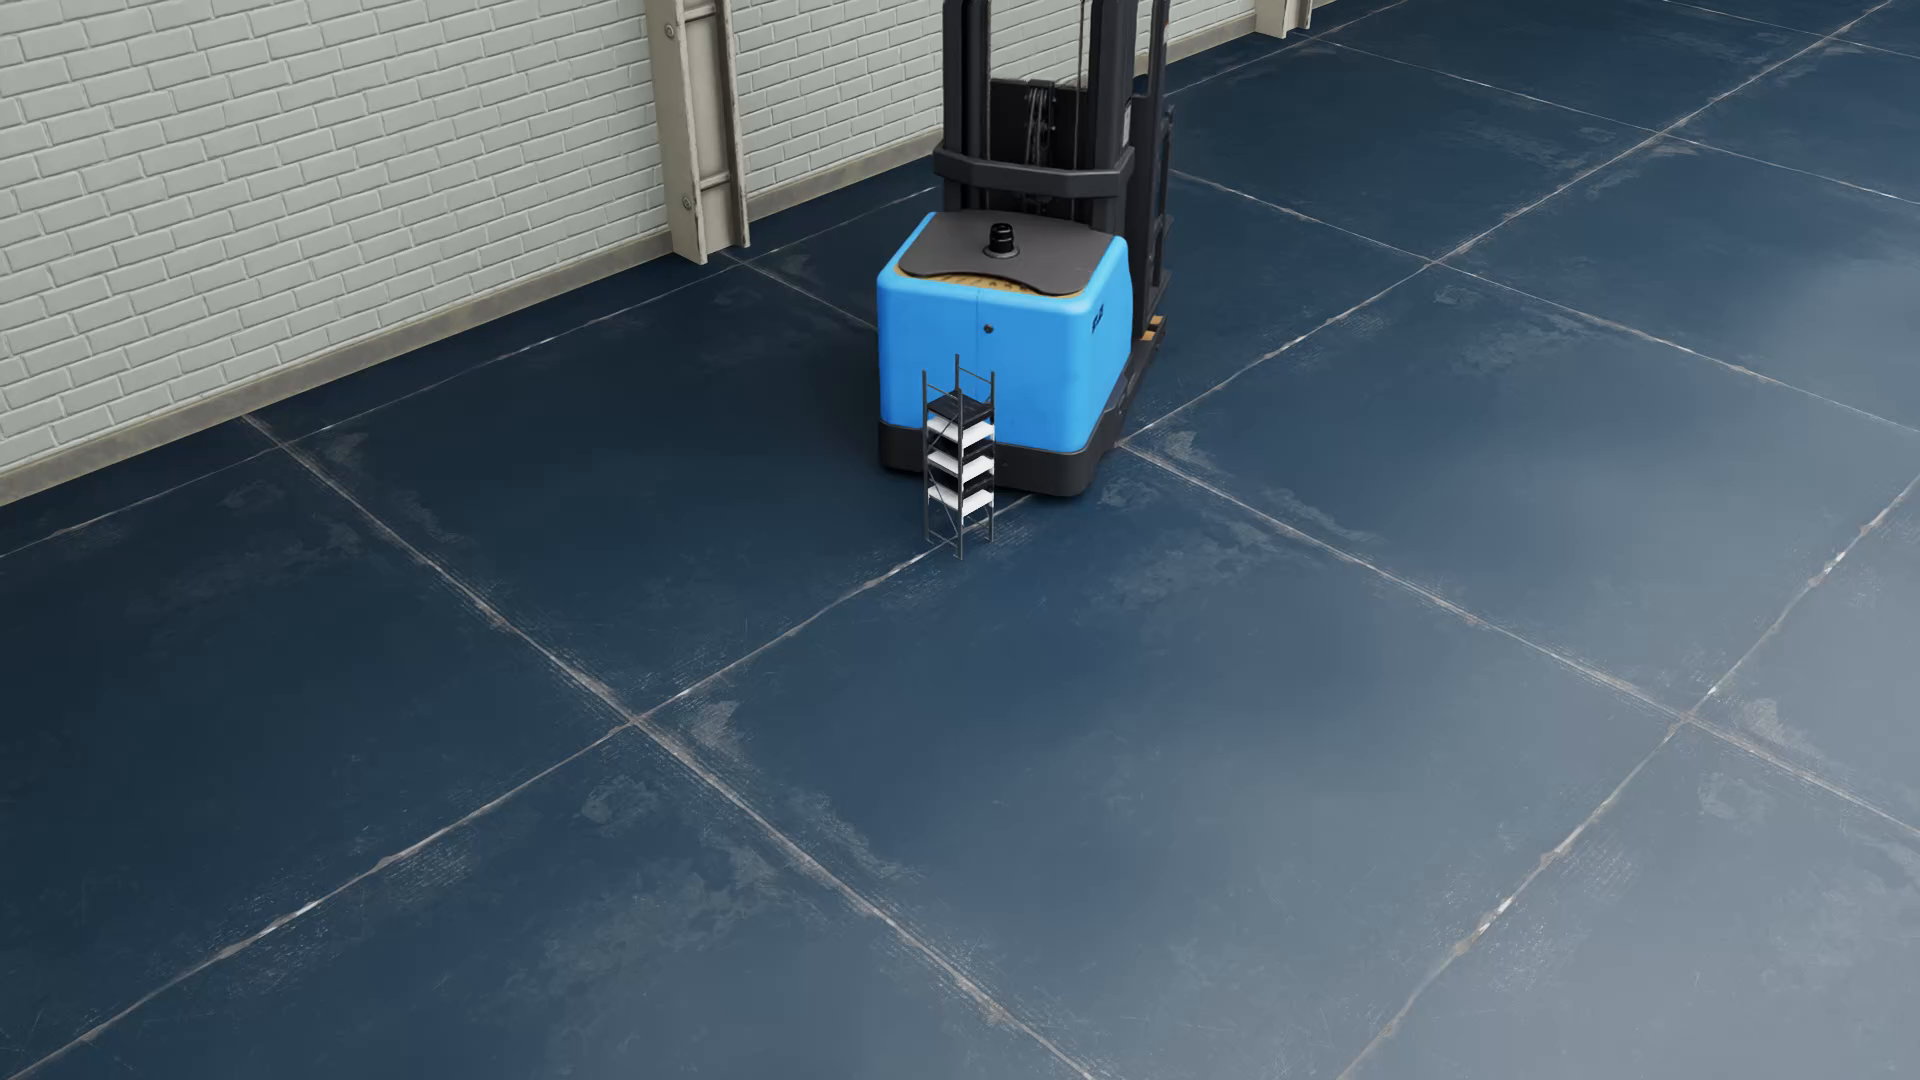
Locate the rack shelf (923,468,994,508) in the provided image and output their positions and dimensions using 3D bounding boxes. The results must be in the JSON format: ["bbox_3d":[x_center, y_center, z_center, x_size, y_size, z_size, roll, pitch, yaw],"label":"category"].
[{"bbox_3d":[-0.006,-0.265,7.558,0.258,0.077,0.200,30,45,35],"label":"rack shelf"}]

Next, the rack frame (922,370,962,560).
[{"bbox_3d":[-0.077,-0.325,7.429,0.240,0.900,0.006,30,45,35],"label":"rack frame"}]

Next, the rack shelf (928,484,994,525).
[{"bbox_3d":[-0.006,-0.191,7.610,0.258,0.077,0.200,30,45,35],"label":"rack shelf"}]

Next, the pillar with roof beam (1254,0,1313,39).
[{"bbox_3d":[5.729,-6.214,8.794,9.100,9.000,0.400,30,45,35],"label":"pillar with roof beam"}]

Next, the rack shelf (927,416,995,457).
[{"bbox_3d":[-0.006,-0.486,7.404,0.258,0.077,0.200,30,45,35],"label":"rack shelf"}]

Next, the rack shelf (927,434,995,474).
[{"bbox_3d":[-0.006,-0.412,7.455,0.258,0.077,0.200,30,45,35],"label":"rack shelf"}]

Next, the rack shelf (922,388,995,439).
[{"bbox_3d":[-0.006,-0.560,7.352,0.258,0.077,0.200,30,45,35],"label":"rack shelf"}]

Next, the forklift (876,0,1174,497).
[{"bbox_3d":[0.529,-2.249,8.413,1.130,2.935,3.031,10,36,14],"label":"forklift"}]

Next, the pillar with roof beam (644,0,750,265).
[{"bbox_3d":[1.502,-3.778,5.301,9.100,9.000,0.400,30,45,35],"label":"pillar with roof beam"}]

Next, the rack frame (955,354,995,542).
[{"bbox_3d":[0.066,-0.407,7.547,0.240,0.900,0.006,30,45,35],"label":"rack frame"}]

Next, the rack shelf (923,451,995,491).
[{"bbox_3d":[-0.006,-0.338,7.507,0.258,0.077,0.200,30,45,35],"label":"rack shelf"}]

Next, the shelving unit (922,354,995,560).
[{"bbox_3d":[-0.006,-0.366,7.488,0.258,0.900,0.210,30,45,35],"label":"shelving unit"}]
